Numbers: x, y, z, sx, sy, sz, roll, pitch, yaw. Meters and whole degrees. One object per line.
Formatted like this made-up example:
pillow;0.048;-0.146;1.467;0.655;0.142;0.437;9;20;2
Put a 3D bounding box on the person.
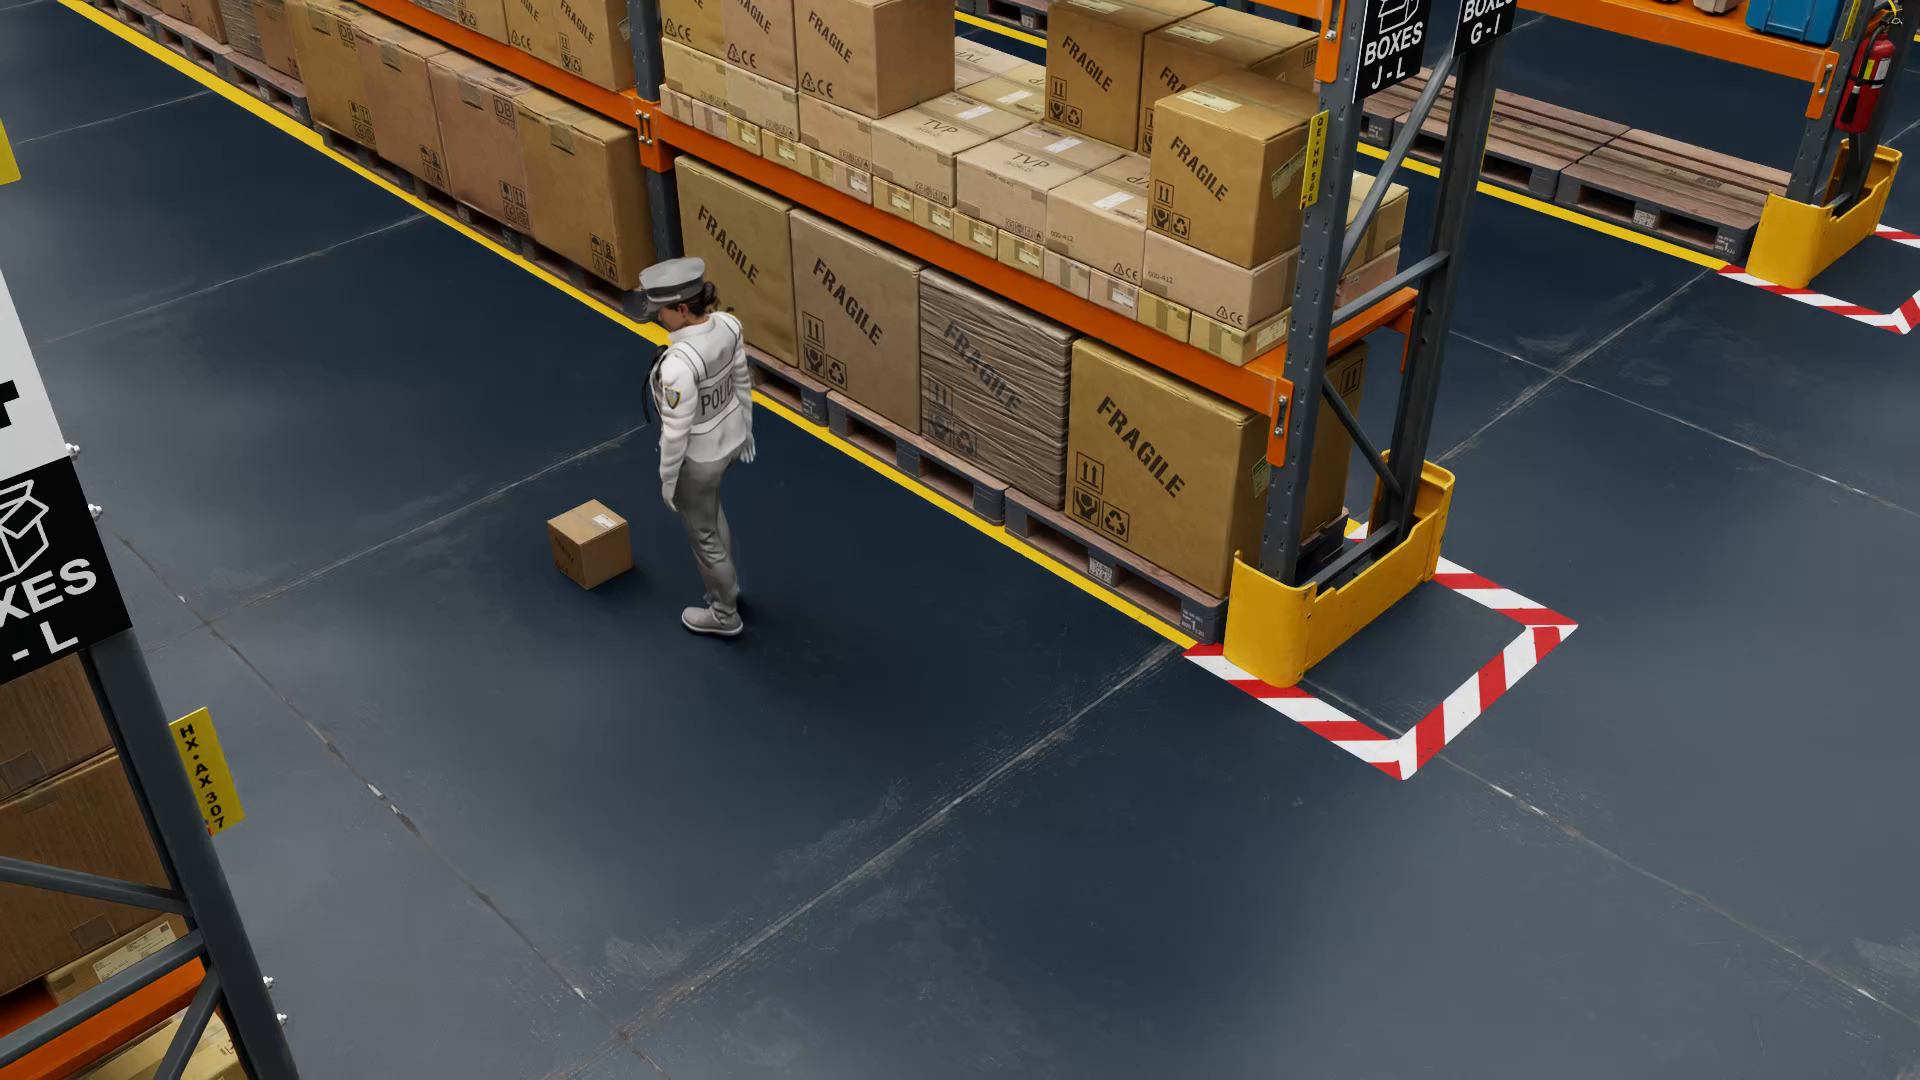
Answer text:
person;-1.039;-0.306;6.602;0.361;1.748;0.516;15;38;19
